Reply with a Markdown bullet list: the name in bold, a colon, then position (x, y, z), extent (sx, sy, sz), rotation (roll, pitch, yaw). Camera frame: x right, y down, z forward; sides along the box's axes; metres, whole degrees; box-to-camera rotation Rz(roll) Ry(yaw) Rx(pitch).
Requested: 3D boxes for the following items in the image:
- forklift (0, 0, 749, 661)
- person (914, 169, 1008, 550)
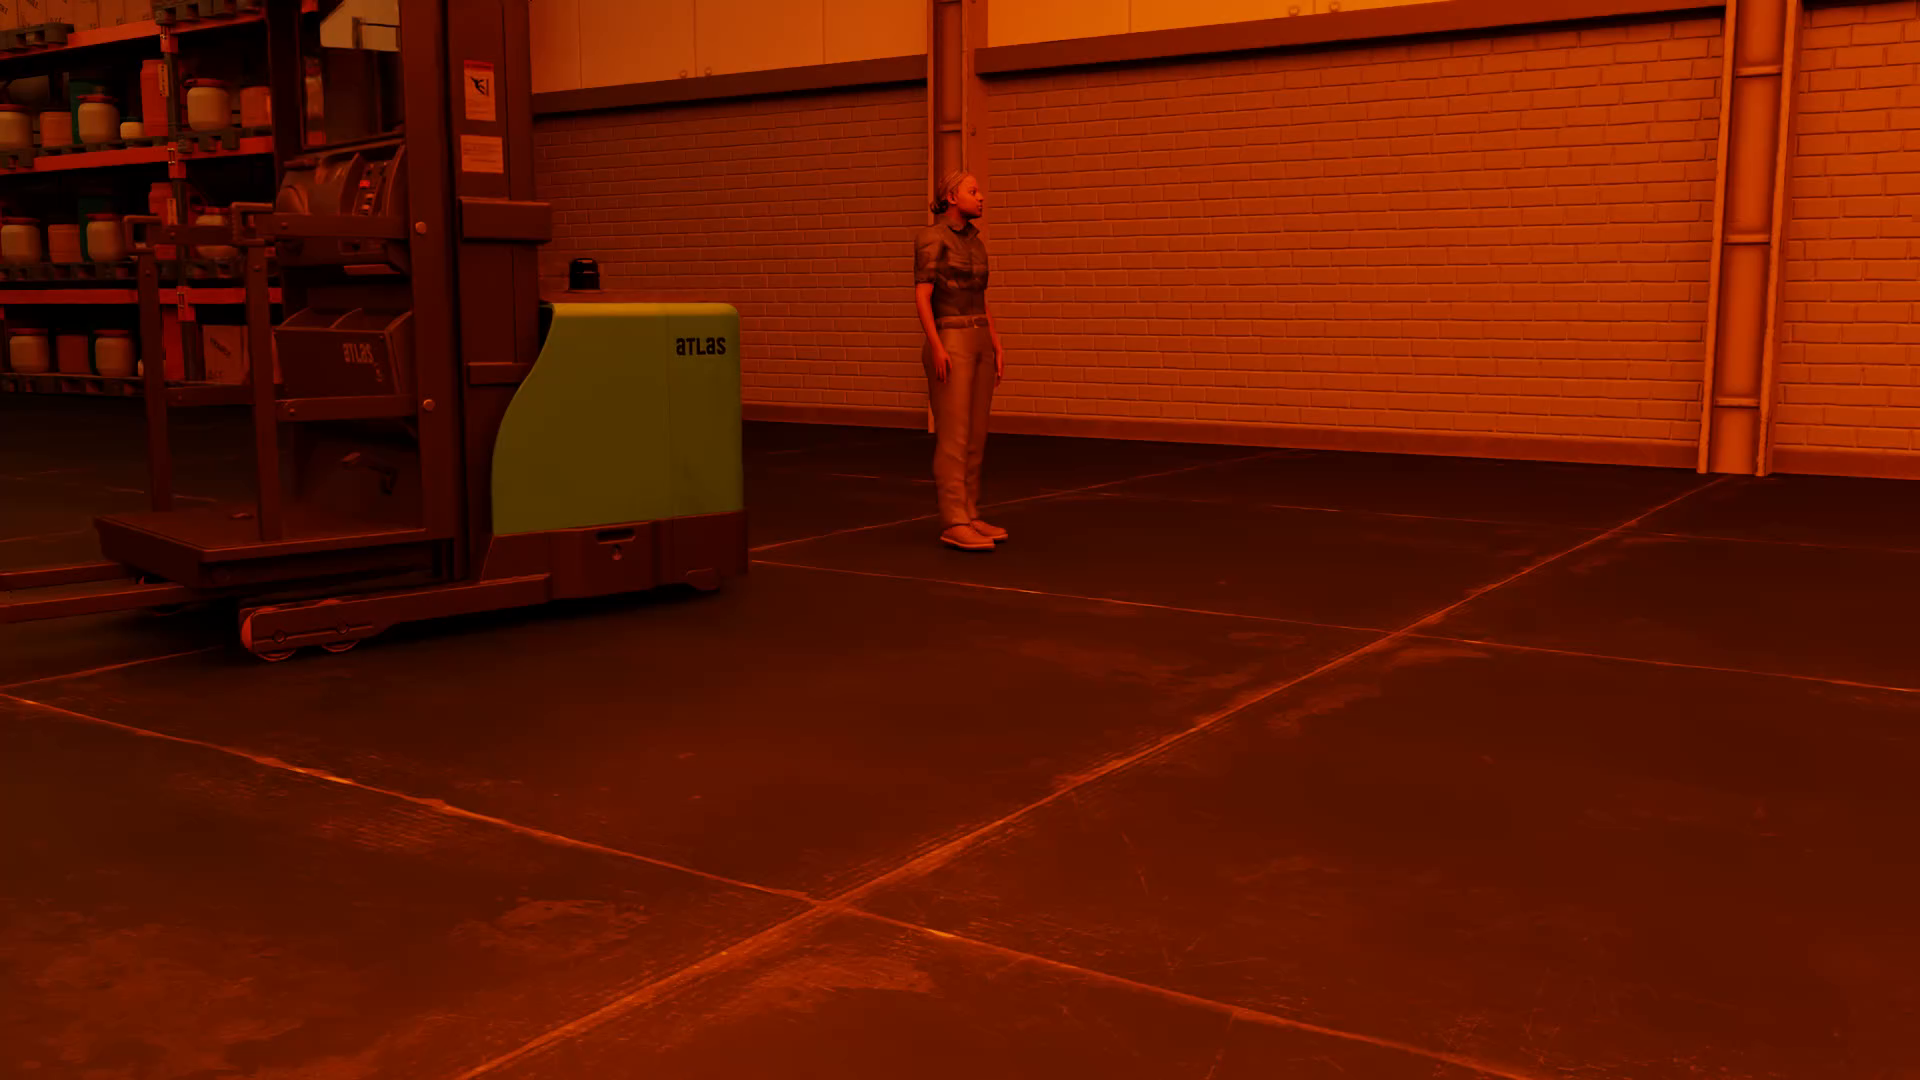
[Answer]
- **forklift**: position (-2.217, -1.166, 5.394), extent (3.031, 2.935, 1.130), rotation (-7, 11, -42)
- **person**: position (0.062, -0.817, 7.421), extent (0.503, 1.656, 0.569), rotation (5, 10, 34)
